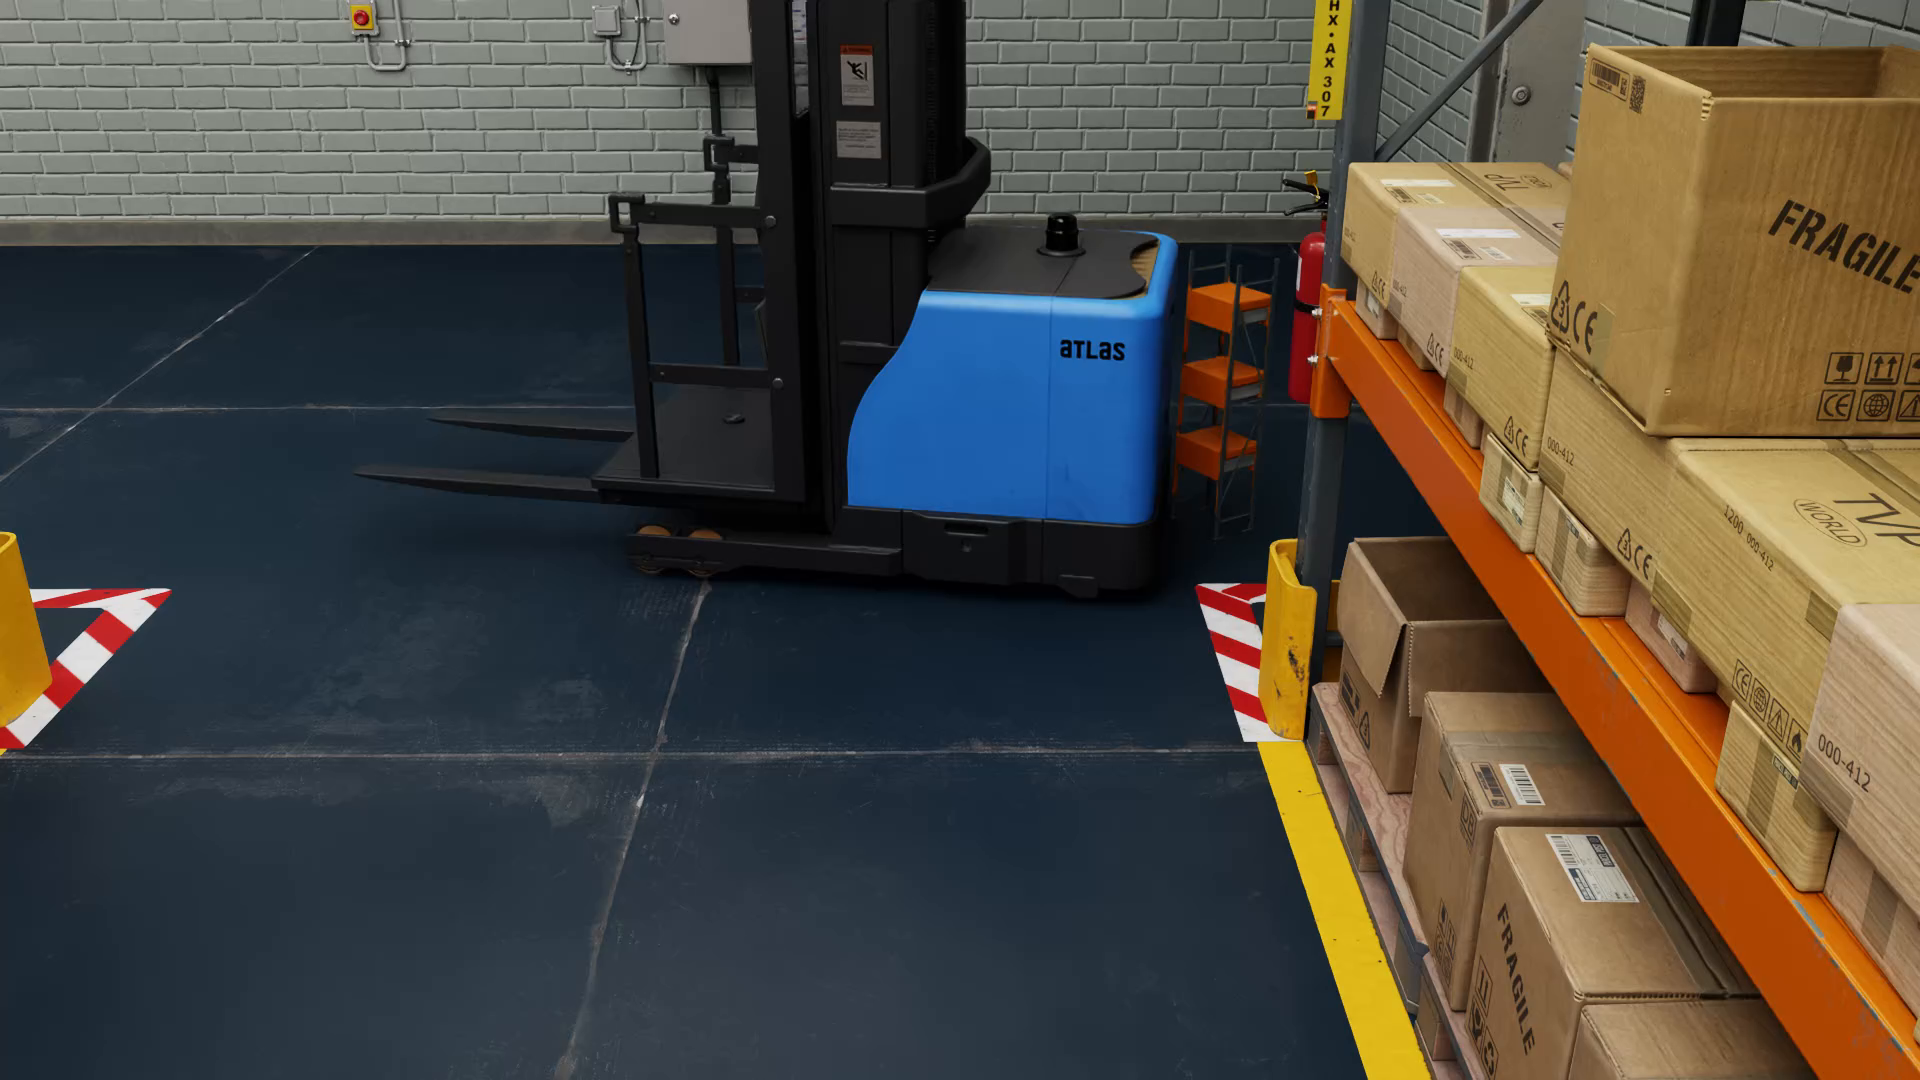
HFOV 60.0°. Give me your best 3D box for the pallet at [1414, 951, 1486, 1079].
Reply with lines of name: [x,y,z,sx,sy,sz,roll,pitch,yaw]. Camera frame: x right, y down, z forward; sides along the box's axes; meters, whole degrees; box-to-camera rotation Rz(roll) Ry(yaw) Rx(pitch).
pallet: [1.536,1.255,3.219,1.003,0.211,1.213,0,24,-1]

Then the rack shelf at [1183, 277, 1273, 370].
rack shelf: [0.979,-0.792,6.059,0.215,0.259,0.240,-15,28,-32]

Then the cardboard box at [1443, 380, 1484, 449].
cardboard box: [1.273,-0.309,3.597,0.380,0.149,0.250,0,24,1]

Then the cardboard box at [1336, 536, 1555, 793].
cardboard box: [1.427,0.322,4.418,0.797,0.503,0.637,-1,24,-3]

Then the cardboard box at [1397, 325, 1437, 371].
cardboard box: [1.294,-0.521,4.067,0.380,0.149,0.250,0,24,1]

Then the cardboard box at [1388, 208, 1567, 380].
cardboard box: [1.256,-0.548,3.643,0.500,0.250,0.500,0,24,0]

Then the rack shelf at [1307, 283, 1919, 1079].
rack shelf: [1.537,0.275,2.875,1.077,0.370,4.000,0,24,-1]

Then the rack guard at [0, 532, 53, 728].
rack guard: [-3.448,0.276,5.033,1.175,0.500,0.348,0,24,-1]

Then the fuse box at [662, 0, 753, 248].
fuse box: [-1.431,-2.539,9.787,0.539,1.711,0.414,0,24,-1]

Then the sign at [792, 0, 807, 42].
sign: [-0.939,-3.170,9.734,0.329,0.494,0.001,0,24,-1]

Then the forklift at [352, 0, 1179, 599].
forklift: [-0.745,-1.412,5.815,3.031,2.935,1.130,4,25,9]

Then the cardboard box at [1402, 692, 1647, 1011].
cardboard box: [1.398,0.676,3.640,0.700,0.500,0.500,1,24,2]

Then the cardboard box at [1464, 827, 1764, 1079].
cardboard box: [1.303,0.894,3.157,0.500,0.500,0.500,0,24,0]

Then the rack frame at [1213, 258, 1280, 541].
rack frame: [1.044,-0.501,6.077,0.200,1.050,0.008,-15,28,-32]

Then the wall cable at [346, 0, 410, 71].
wall cable: [-3.533,-3.654,9.417,0.585,1.953,0.123,0,24,-1]

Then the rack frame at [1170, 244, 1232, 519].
rack frame: [0.903,-0.583,6.258,0.200,1.050,0.008,-15,28,-32]

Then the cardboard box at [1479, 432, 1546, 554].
cardboard box: [1.209,-0.095,3.124,0.380,0.149,0.250,-1,24,-2]

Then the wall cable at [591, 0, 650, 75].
wall cable: [-2.115,-3.650,9.448,0.588,1.984,0.122,0,24,-1]

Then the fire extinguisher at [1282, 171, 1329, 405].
fire extinguisher: [1.051,-0.730,4.771,0.296,0.674,0.183,0,24,-1]

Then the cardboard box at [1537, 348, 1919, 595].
cardboard box: [1.292,-0.129,2.715,0.500,0.250,0.500,-1,24,-2]

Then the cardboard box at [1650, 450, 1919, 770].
cardboard box: [1.297,0.084,2.246,0.500,0.250,0.500,0,24,-1]

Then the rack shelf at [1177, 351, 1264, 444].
rack shelf: [0.973,-0.532,6.172,0.215,0.259,0.240,-15,28,-32]

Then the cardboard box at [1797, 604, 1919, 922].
cardboard box: [1.289,0.289,1.792,0.500,0.250,0.500,0,24,0]

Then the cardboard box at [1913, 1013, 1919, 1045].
cardboard box: [1.251,0.541,1.718,0.380,0.149,0.250,0,24,1]

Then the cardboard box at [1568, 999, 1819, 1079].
cardboard box: [1.409,1.103,2.694,0.700,0.500,0.500,-1,24,-3]

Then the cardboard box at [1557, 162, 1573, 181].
cardboard box: [1.786,-0.756,4.102,0.500,0.250,0.500,0,24,1]

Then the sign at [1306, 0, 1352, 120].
sign: [0.973,-1.269,4.365,0.100,0.325,0.005,0,24,-1]

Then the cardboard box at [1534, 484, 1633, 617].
cardboard box: [1.232,0.014,2.884,0.380,0.149,0.250,0,24,1]

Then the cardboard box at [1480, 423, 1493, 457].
cardboard box: [1.281,-0.199,3.355,0.380,0.149,0.250,0,24,0]

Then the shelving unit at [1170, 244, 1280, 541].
shelving unit: [0.973,-0.542,6.168,0.215,1.050,0.252,-15,28,-32]

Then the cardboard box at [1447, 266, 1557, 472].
cardboard box: [1.265,-0.339,3.181,0.500,0.250,0.500,-1,24,-2]

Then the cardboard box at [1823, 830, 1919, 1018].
cardboard box: [1.276,0.433,1.957,0.380,0.149,0.250,0,24,1]

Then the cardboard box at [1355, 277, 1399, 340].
cardboard box: [1.244,-0.626,4.298,0.380,0.149,0.250,0,24,-1]

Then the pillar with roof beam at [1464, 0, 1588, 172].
pillar with roof beam: [-1.918,-4.706,5.735,9.100,9.000,0.400,0,24,-1]

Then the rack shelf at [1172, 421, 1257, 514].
rack shelf: [0.968,-0.278,6.283,0.215,0.259,0.240,-15,28,-32]

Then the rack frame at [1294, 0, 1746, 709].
rack frame: [1.515,-0.877,4.549,1.000,3.000,0.127,0,24,-1]

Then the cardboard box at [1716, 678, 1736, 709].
cardboard box: [1.354,0.221,2.426,0.380,0.149,0.250,0,24,0]

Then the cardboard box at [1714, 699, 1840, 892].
cardboard box: [1.245,0.328,2.189,0.380,0.149,0.250,-1,24,-1]

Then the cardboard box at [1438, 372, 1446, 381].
cardboard box: [1.331,-0.413,3.828,0.380,0.149,0.250,-1,24,-1]

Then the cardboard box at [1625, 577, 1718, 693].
cardboard box: [1.304,0.120,2.650,0.380,0.149,0.250,0,24,-1]

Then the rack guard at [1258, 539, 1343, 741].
rack guard: [1.516,0.293,4.995,1.175,0.500,0.348,0,24,-1]

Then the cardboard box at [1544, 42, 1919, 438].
cardboard box: [1.267,-0.479,2.581,0.500,0.500,0.500,0,24,1]

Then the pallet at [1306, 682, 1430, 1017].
pallet: [1.526,0.754,4.328,1.003,0.211,1.213,0,24,-1]

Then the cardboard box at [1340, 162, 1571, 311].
cardboard box: [1.251,-0.756,4.102,0.500,0.250,0.500,0,24,0]
